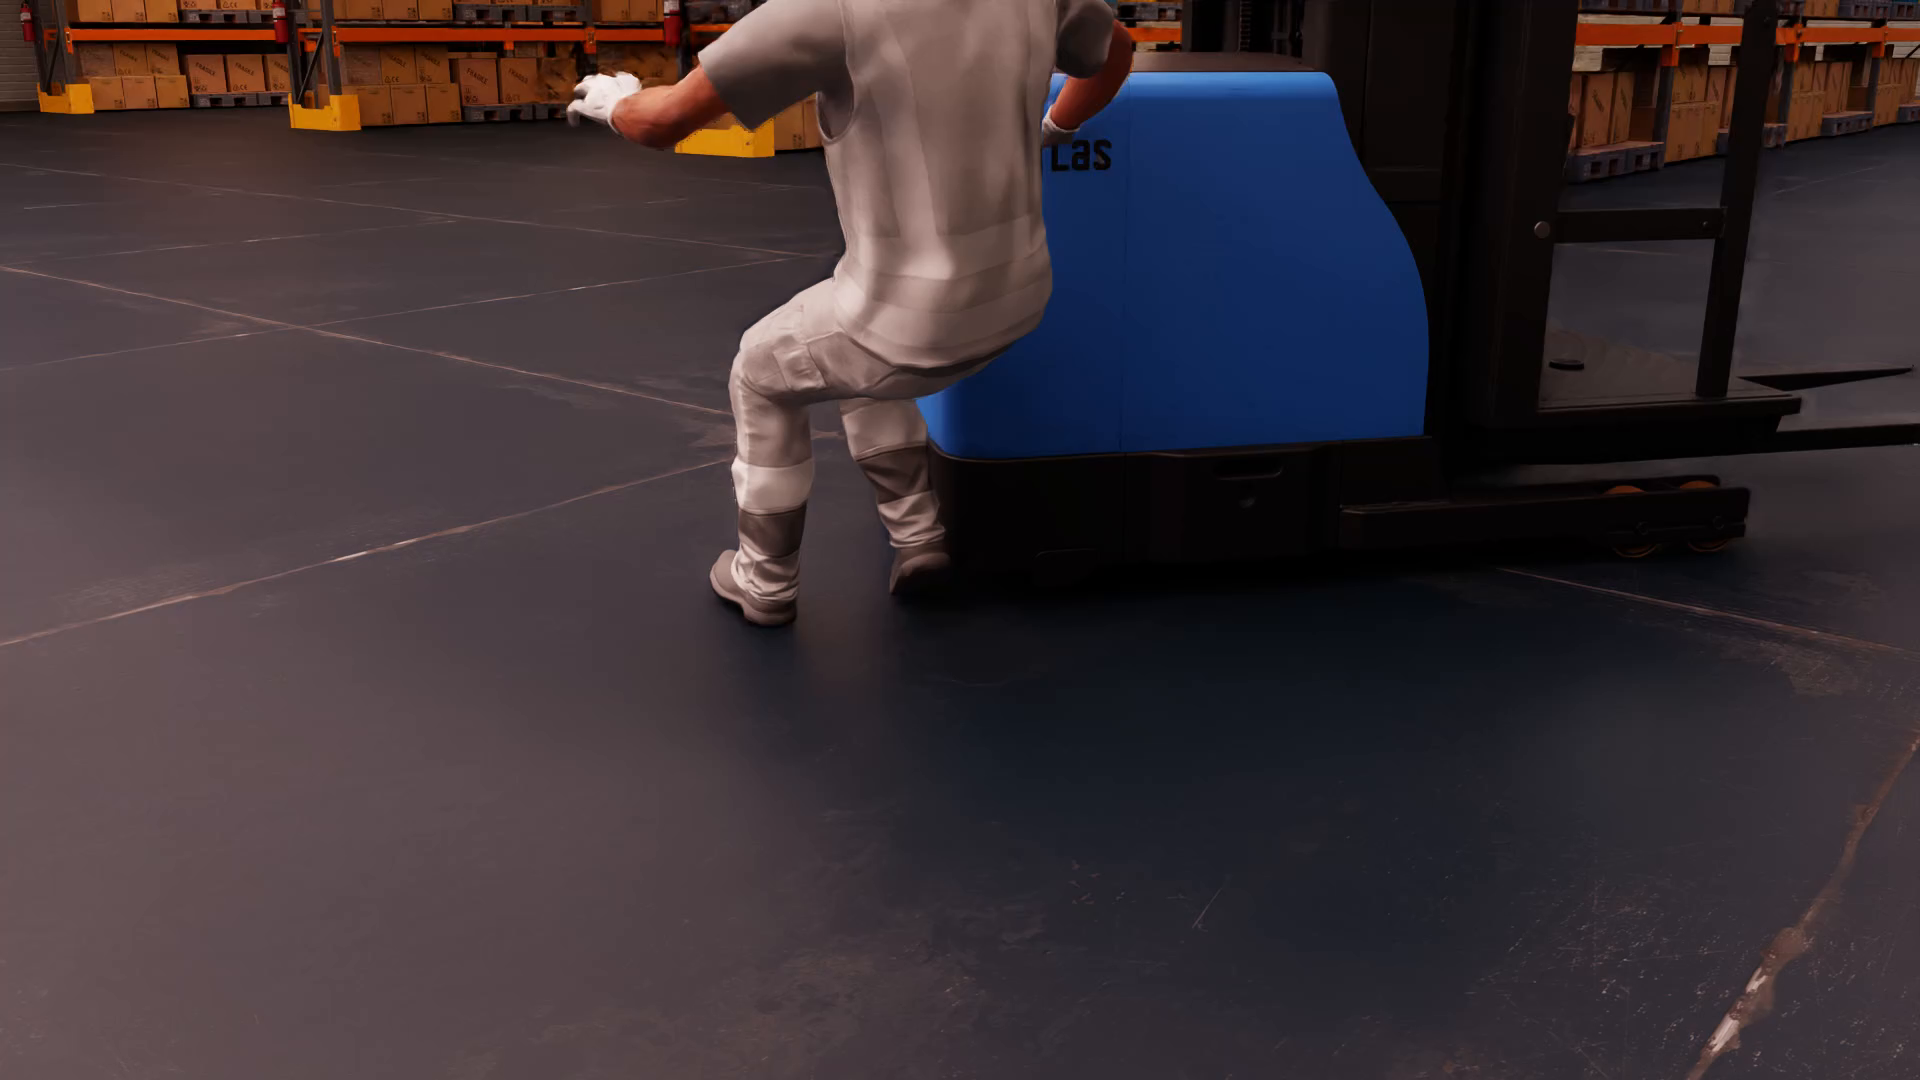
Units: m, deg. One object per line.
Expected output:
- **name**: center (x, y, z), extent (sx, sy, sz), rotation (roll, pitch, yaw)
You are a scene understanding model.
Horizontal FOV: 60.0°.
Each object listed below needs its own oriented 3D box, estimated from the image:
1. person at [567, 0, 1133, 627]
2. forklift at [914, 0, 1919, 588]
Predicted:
- **person**: center (-0.196, -0.545, 3.102), extent (0.992, 1.543, 0.873), rotation (-16, 23, -42)
- **forklift**: center (1.335, -1.505, 3.855), extent (3.031, 2.935, 1.130), rotation (-4, 17, -12)
